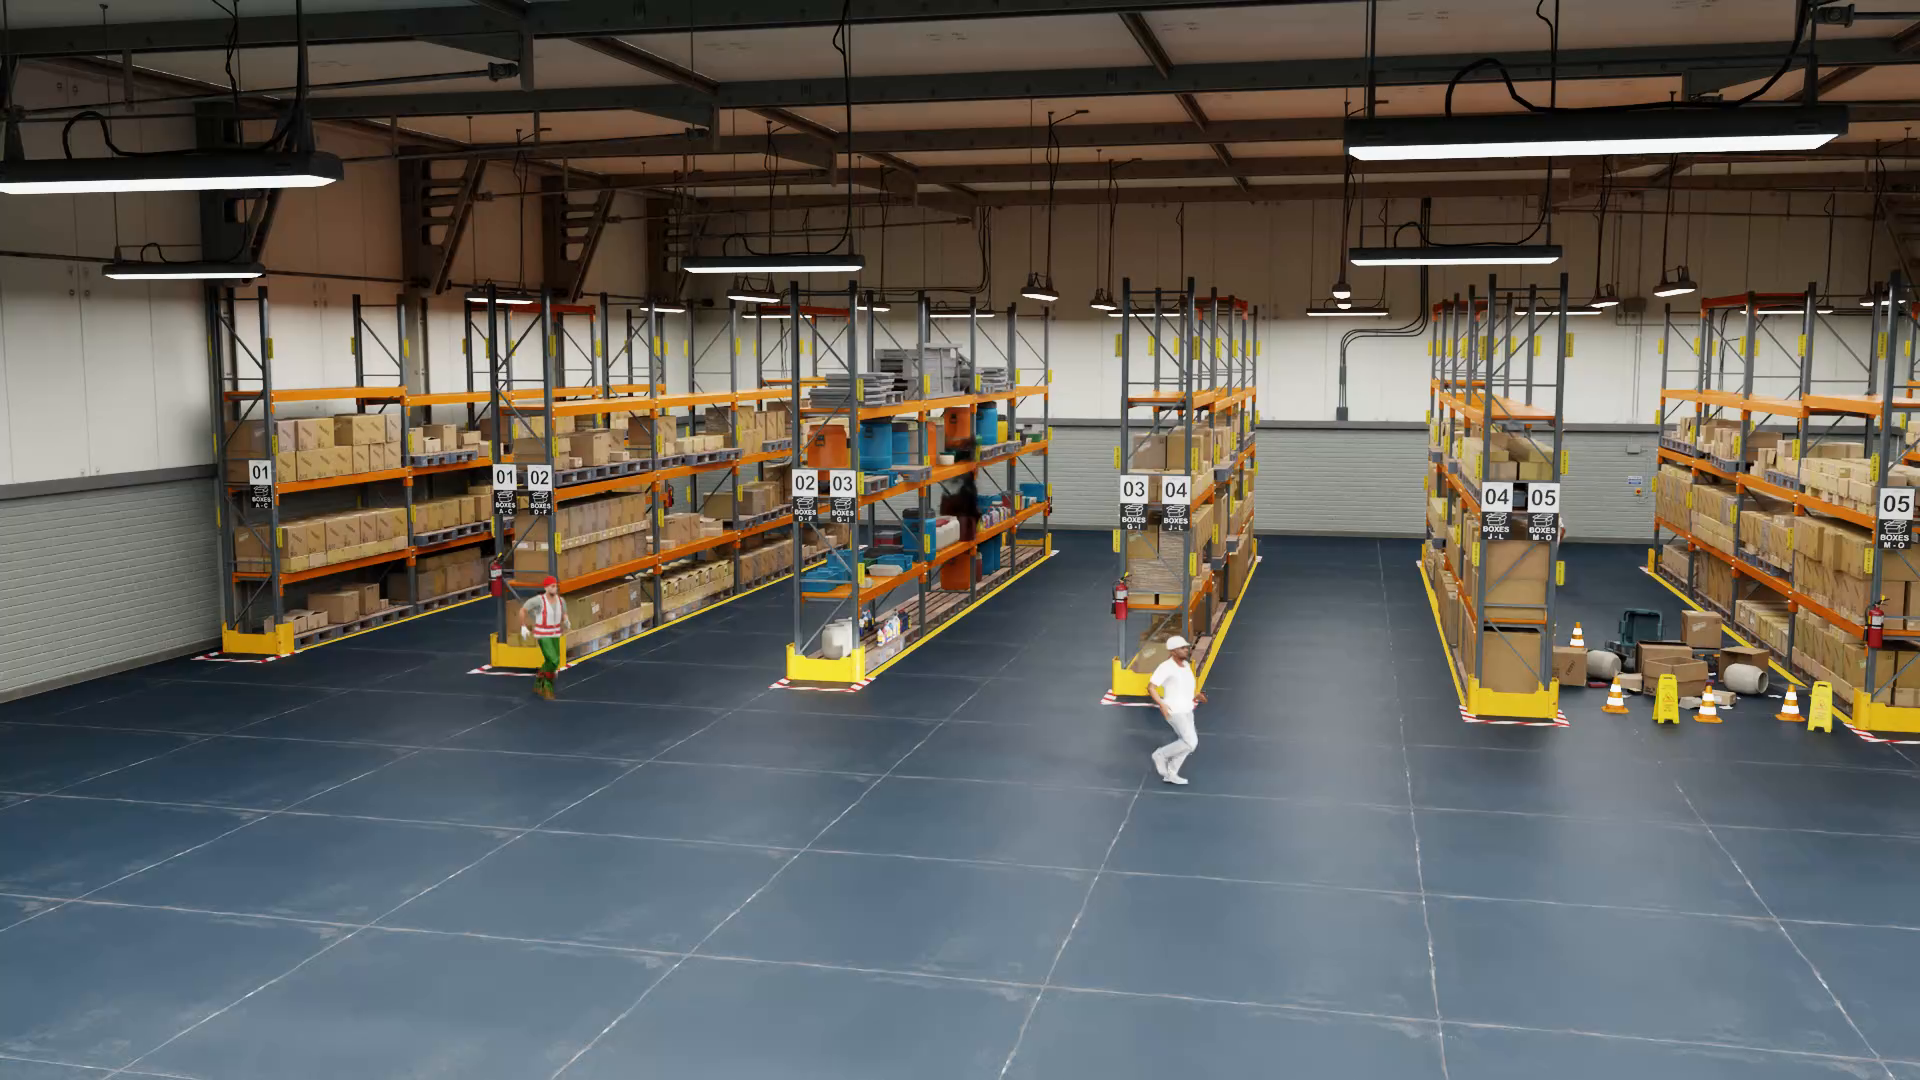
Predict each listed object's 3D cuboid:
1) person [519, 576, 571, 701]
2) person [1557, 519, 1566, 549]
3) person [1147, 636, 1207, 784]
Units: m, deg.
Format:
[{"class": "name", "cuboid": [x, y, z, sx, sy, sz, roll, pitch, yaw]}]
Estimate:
[{"class": "person", "cuboid": [-5.890, 1.424, 23.785, 0.751, 1.829, 0.662, 5, 8, 35]}, {"class": "person", "cuboid": [12.602, 0.084, 35.625, 0.610, 1.644, 0.803, 0, 7, 3]}, {"class": "person", "cuboid": [2.526, 1.959, 19.090, 0.575, 1.720, 0.691, 5, 8, 35]}]
